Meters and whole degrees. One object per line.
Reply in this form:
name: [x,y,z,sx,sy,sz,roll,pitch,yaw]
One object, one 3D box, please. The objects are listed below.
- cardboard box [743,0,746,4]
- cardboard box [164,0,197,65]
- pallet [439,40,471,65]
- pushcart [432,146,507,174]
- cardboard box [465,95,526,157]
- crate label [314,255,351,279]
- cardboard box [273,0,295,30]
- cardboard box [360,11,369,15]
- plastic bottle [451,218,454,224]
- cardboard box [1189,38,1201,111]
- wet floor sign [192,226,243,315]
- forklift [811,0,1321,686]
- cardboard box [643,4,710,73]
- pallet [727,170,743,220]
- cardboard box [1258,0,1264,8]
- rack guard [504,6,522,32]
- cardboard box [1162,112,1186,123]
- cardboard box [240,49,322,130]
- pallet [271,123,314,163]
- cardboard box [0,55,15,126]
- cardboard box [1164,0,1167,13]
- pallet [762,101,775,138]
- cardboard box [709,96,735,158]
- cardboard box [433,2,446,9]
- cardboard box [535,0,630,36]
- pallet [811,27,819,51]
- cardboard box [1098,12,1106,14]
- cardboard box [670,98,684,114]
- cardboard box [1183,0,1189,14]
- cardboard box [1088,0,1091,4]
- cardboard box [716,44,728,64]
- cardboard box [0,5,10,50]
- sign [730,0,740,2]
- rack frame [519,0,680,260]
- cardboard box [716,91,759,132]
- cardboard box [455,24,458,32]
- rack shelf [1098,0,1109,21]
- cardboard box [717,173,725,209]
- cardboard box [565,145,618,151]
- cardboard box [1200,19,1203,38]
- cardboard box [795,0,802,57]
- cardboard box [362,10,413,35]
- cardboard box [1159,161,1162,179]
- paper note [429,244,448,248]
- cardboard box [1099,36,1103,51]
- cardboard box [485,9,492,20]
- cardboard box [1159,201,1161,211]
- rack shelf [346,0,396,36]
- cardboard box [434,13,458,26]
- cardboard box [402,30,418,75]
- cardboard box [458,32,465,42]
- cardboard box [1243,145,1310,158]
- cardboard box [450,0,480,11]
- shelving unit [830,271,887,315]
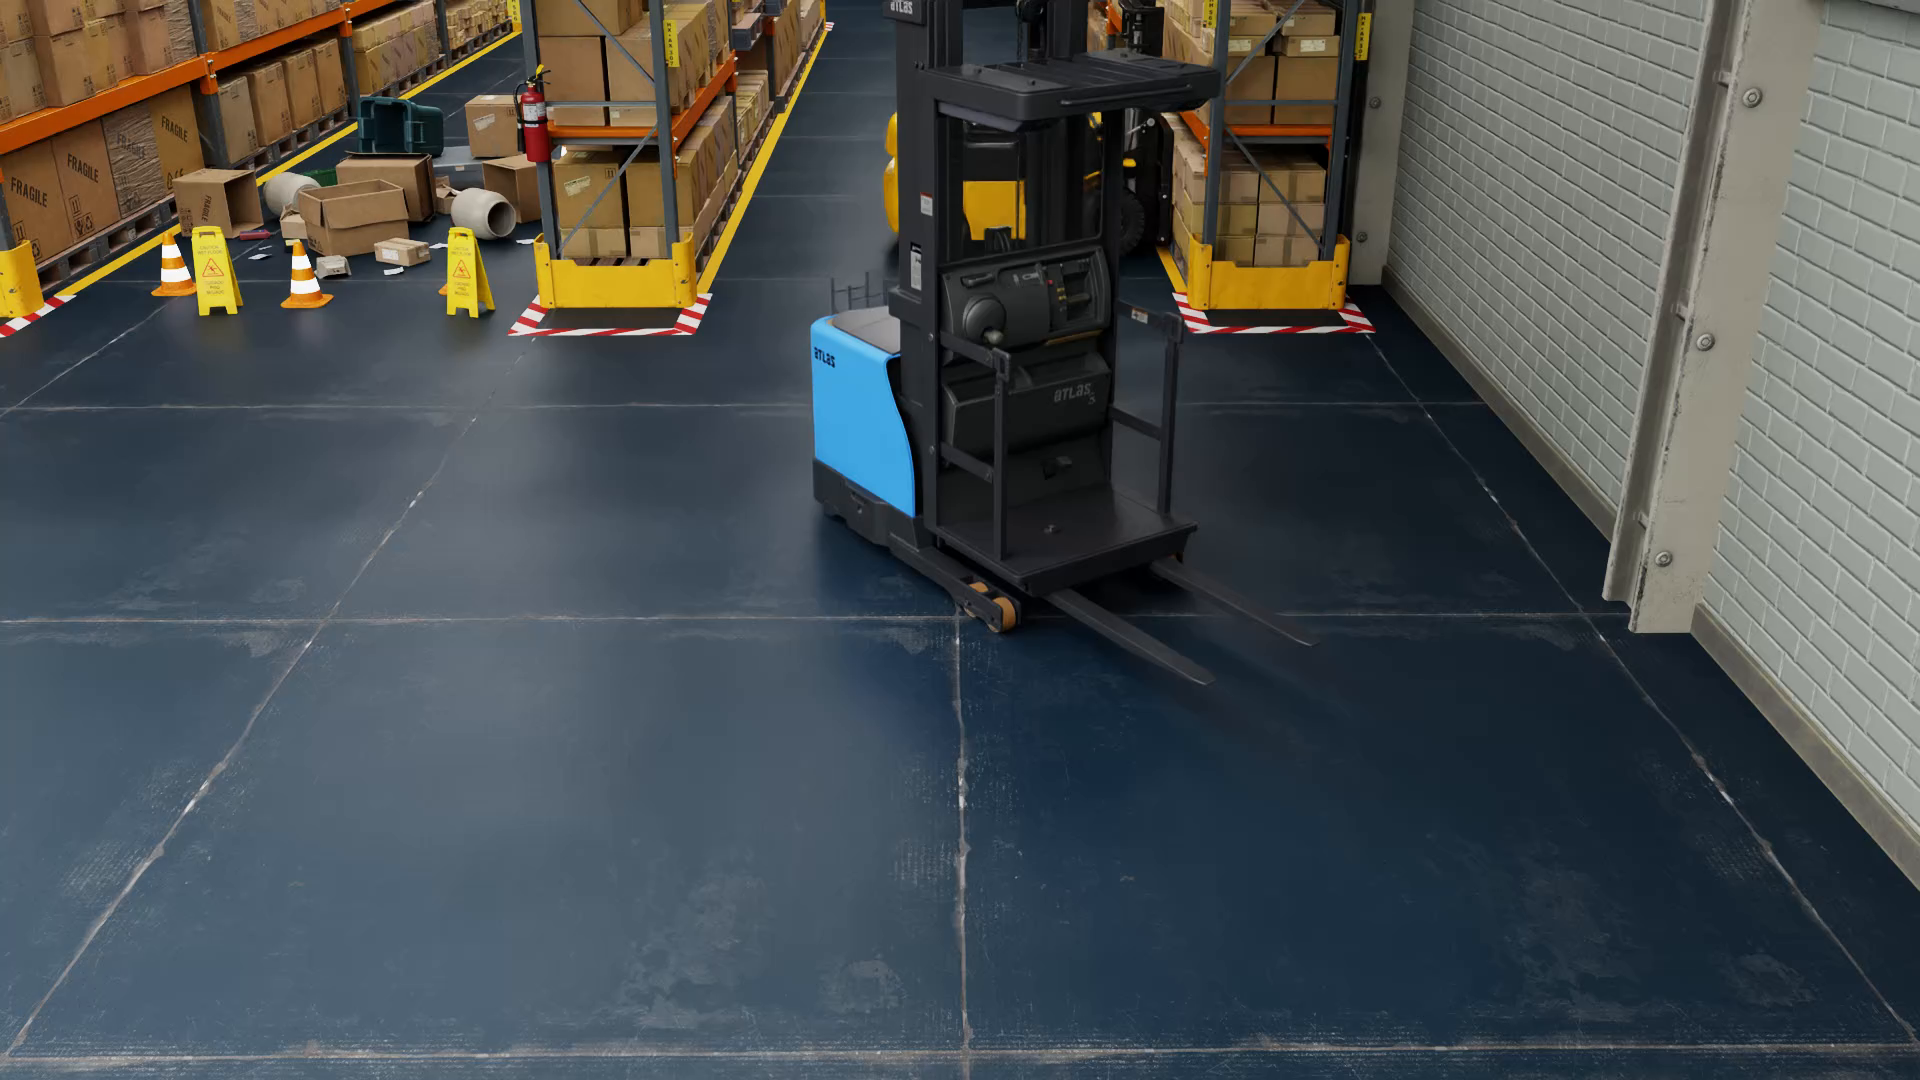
cardboard box: [-2.390,-5.594,16.487,0.500,0.500,0.500,0,24,0]
cardboard box: [-7.598,-4.673,15.261,0.875,0.550,0.550,0,24,-1]
pallet: [-7.744,-7.059,24.103,1.003,0.211,1.213,0,24,-1]
pushcart: [-4.945,-3.595,16.241,1.648,0.377,0.936,-9,26,-19]
cardboard box: [-4.445,-4.006,16.083,0.500,0.500,0.500,0,24,-1]
crate label: [-5.093,-2.218,13.488,0.250,0.136,0.298,-14,28,-28]
cardboard box: [-7.365,-5.644,17.467,0.500,0.500,0.500,0,24,0]
cardboard box: [-7.948,-6.712,21.565,0.500,0.250,0.500,1,24,1]
plastic bottle: [-4.527,-2.942,15.180,0.133,0.061,0.283,4,25,9]
cardboard box: [2.077,-3.657,13.075,0.500,0.500,0.500,0,24,1]
wet floor sign: [-5.590,-2.033,12.462,0.267,0.644,0.232,-4,25,-10]
forklift: [0.443,-1.125,7.681,1.130,2.935,3.031,-16,29,-31]
cardboard box: [-2.379,-4.183,13.876,0.500,0.500,0.500,-1,24,-2]
pallet: [-2.623,-3.274,15.732,1.003,0.211,1.213,0,24,-1]
cardboard box: [2.550,-4.240,13.214,0.380,0.149,0.250,0,24,1]
rack guard: [-7.744,-8.531,27.007,1.175,0.500,0.348,0,24,-1]
cardboard box: [2.002,-3.622,14.733,0.500,0.250,0.500,1,24,1]
cardboard box: [-7.728,-4.960,18.297,1.050,0.750,0.750,0,24,0]
pallet: [-7.714,-4.308,18.019,1.003,0.211,1.213,0,24,-1]
cardboard box: [-7.620,-3.330,12.290,0.875,0.550,0.550,0,24,-1]
cardboard box: [2.002,-4.737,14.676,0.380,0.149,0.250,0,24,1]
pallet: [-2.702,-4.876,19.276,1.003,0.211,1.213,0,24,-1]
cardboard box: [-2.391,-3.858,15.558,0.500,0.500,0.500,-1,24,-1]
cardboard box: [-7.946,-8.002,25.031,0.380,0.149,0.250,0,24,0]
cardboard box: [-2.846,-4.019,12.300,0.700,0.500,0.500,-1,24,-2]
pallet: [-2.699,-7.664,25.440,1.003,0.211,1.213,0,24,-1]
cardboard box: [2.060,-7.008,22.341,0.380,0.149,0.250,-1,24,-1]
cardboard box: [-2.357,-3.413,12.960,0.380,0.149,0.250,-1,24,-2]
cardboard box: [2.013,-4.345,13.448,0.380,0.149,0.250,0,24,0]
cardboard box: [2.061,-7.809,24.900,0.700,0.500,0.500,-1,24,-3]
cardboard box: [-2.348,-4.472,15.304,0.380,0.149,0.250,0,24,1]
cardboard box: [-7.536,-3.822,12.068,0.875,0.550,0.550,0,24,-1]
sign: [-2.123,-5.221,15.603,0.100,0.325,0.005,0,24,-1]
rack frame: [-2.622,-3.173,12.125,1.000,3.000,0.127,0,24,-1]
cardboard box: [-2.694,-4.614,17.990,0.950,0.372,0.625,1,24,1]
cardboard box: [-7.517,-7.436,24.141,0.380,0.149,0.250,0,24,-1]
rack shelf: [2.232,-6.989,21.436,1.077,0.370,4.000,0,24,-1]
cardboard box: [-2.374,-3.088,14.765,0.500,0.250,0.500,0,24,0]
cardboard box: [-2.962,-3.228,13.378,0.380,0.149,0.250,0,24,1]
cardboard box: [2.092,-3.994,13.032,0.380,0.149,0.250,0,24,-1]
cardboard box: [-2.666,-7.085,22.845,0.875,0.875,0.875,0,24,1]
cardboard box: [-7.428,-6.712,21.564,0.500,0.250,0.500,-1,24,-3]
cardboard box: [2.000,-3.187,14.378,0.500,0.250,0.500,0,24,-1]
paper note: [-4.482,-2.546,14.356,0.148,0.019,0.142,8,26,18]
cardboard box: [2.031,-6.140,21.211,0.500,0.500,0.500,1,24,2]
cardboard box: [-7.428,-8.086,25.577,0.380,0.149,0.250,0,24,0]
cardboard box: [2.000,-2.952,14.464,0.500,0.250,0.500,1,24,1]
rack shelf: [-7.680,-6.901,21.242,1.077,0.370,4.000,0,24,-1]
cardboard box: [-7.442,-7.473,23.862,0.380,0.149,0.250,1,24,2]
cardboard box: [-7.435,-6.379,21.738,0.500,0.500,0.500,-1,24,-2]
cardboard box: [-7.442,-7.309,24.221,0.380,0.149,0.250,0,24,-1]
cardboard box: [2.516,-2.995,13.346,0.500,0.250,0.500,0,24,0]
cardboard box: [-7.521,-8.112,25.273,0.380,0.149,0.250,-1,24,-2]
shelving unit: [-0.548,-0.862,9.200,0.258,1.200,0.189,-16,29,-31]
